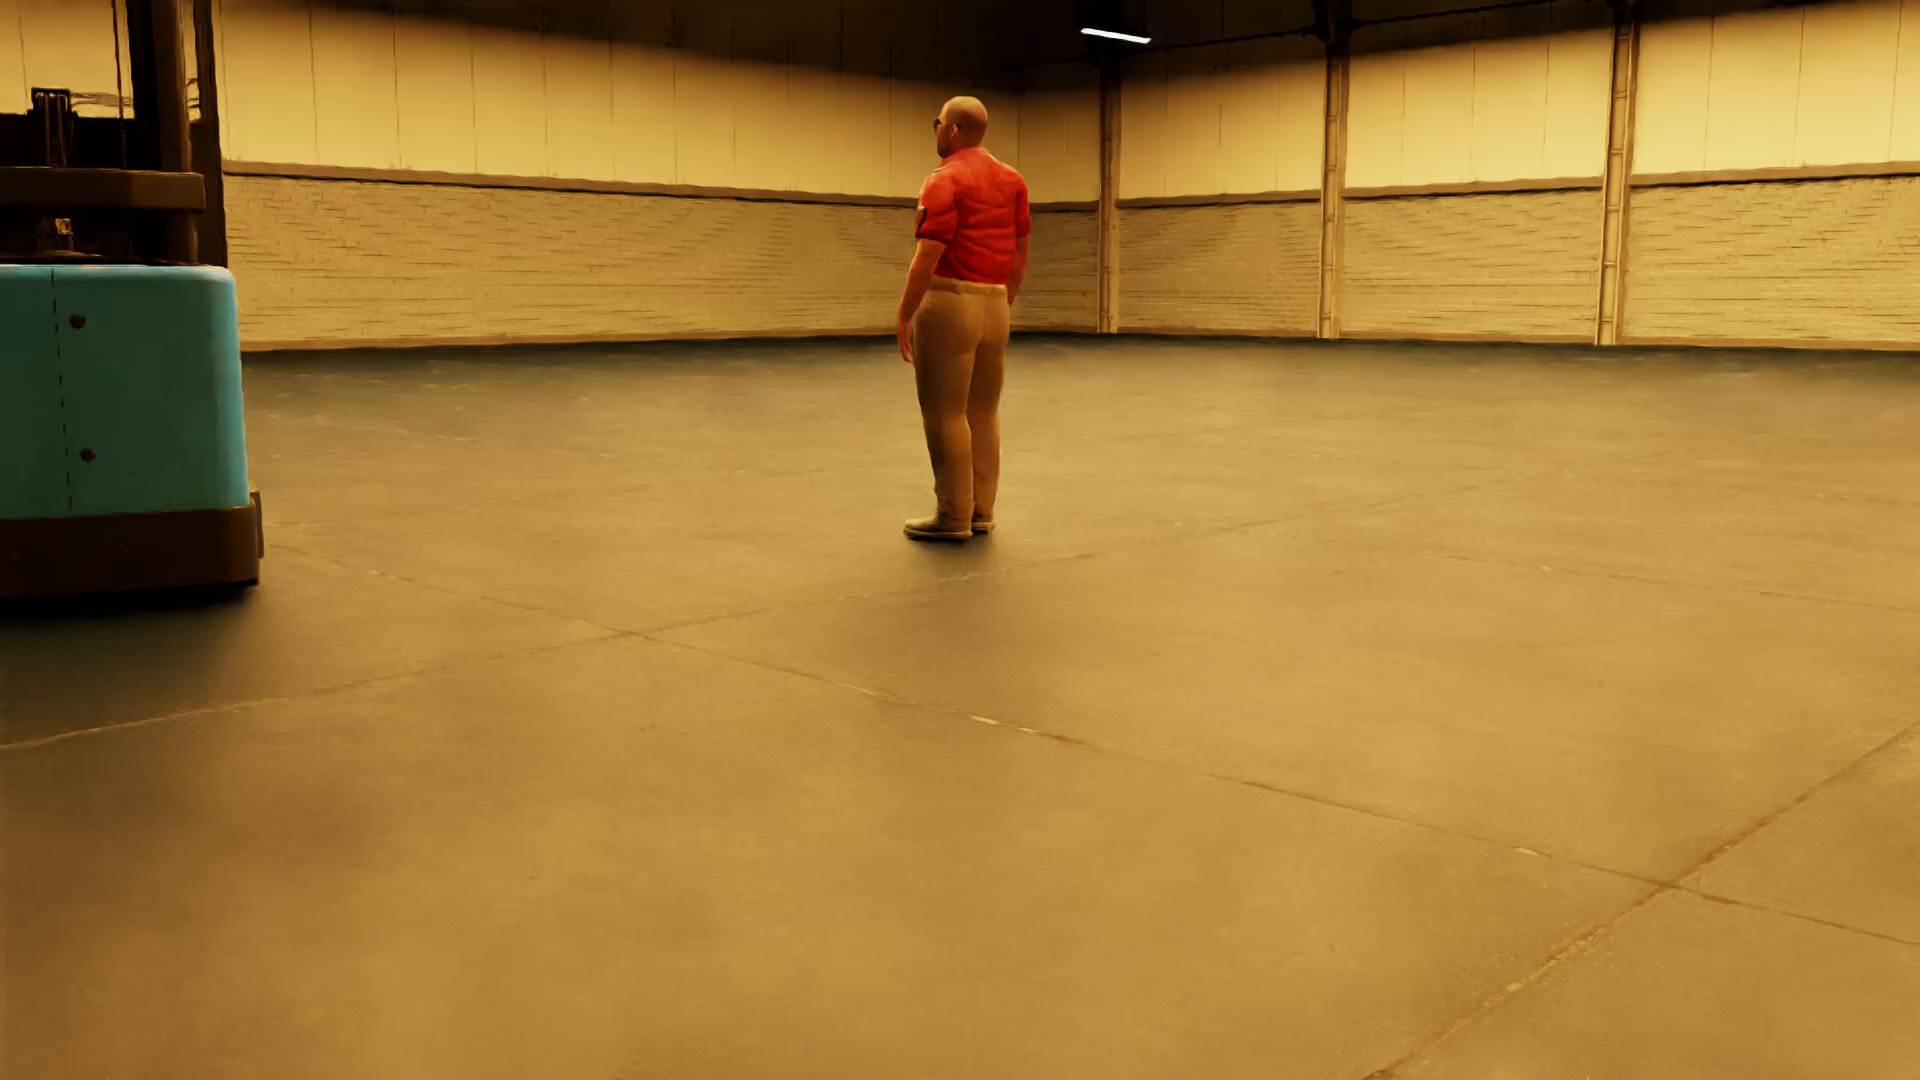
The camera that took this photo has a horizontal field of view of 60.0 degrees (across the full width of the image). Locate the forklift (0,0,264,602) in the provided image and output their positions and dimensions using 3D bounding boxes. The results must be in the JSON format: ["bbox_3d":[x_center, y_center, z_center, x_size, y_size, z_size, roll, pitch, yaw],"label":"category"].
[{"bbox_3d":[-3.390,-1.416,6.274,1.130,2.935,3.031,-4,10,-26],"label":"forklift"}]

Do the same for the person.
[{"bbox_3d":[-0.056,-0.872,6.658,0.550,1.726,0.640,8,12,43],"label":"person"}]
